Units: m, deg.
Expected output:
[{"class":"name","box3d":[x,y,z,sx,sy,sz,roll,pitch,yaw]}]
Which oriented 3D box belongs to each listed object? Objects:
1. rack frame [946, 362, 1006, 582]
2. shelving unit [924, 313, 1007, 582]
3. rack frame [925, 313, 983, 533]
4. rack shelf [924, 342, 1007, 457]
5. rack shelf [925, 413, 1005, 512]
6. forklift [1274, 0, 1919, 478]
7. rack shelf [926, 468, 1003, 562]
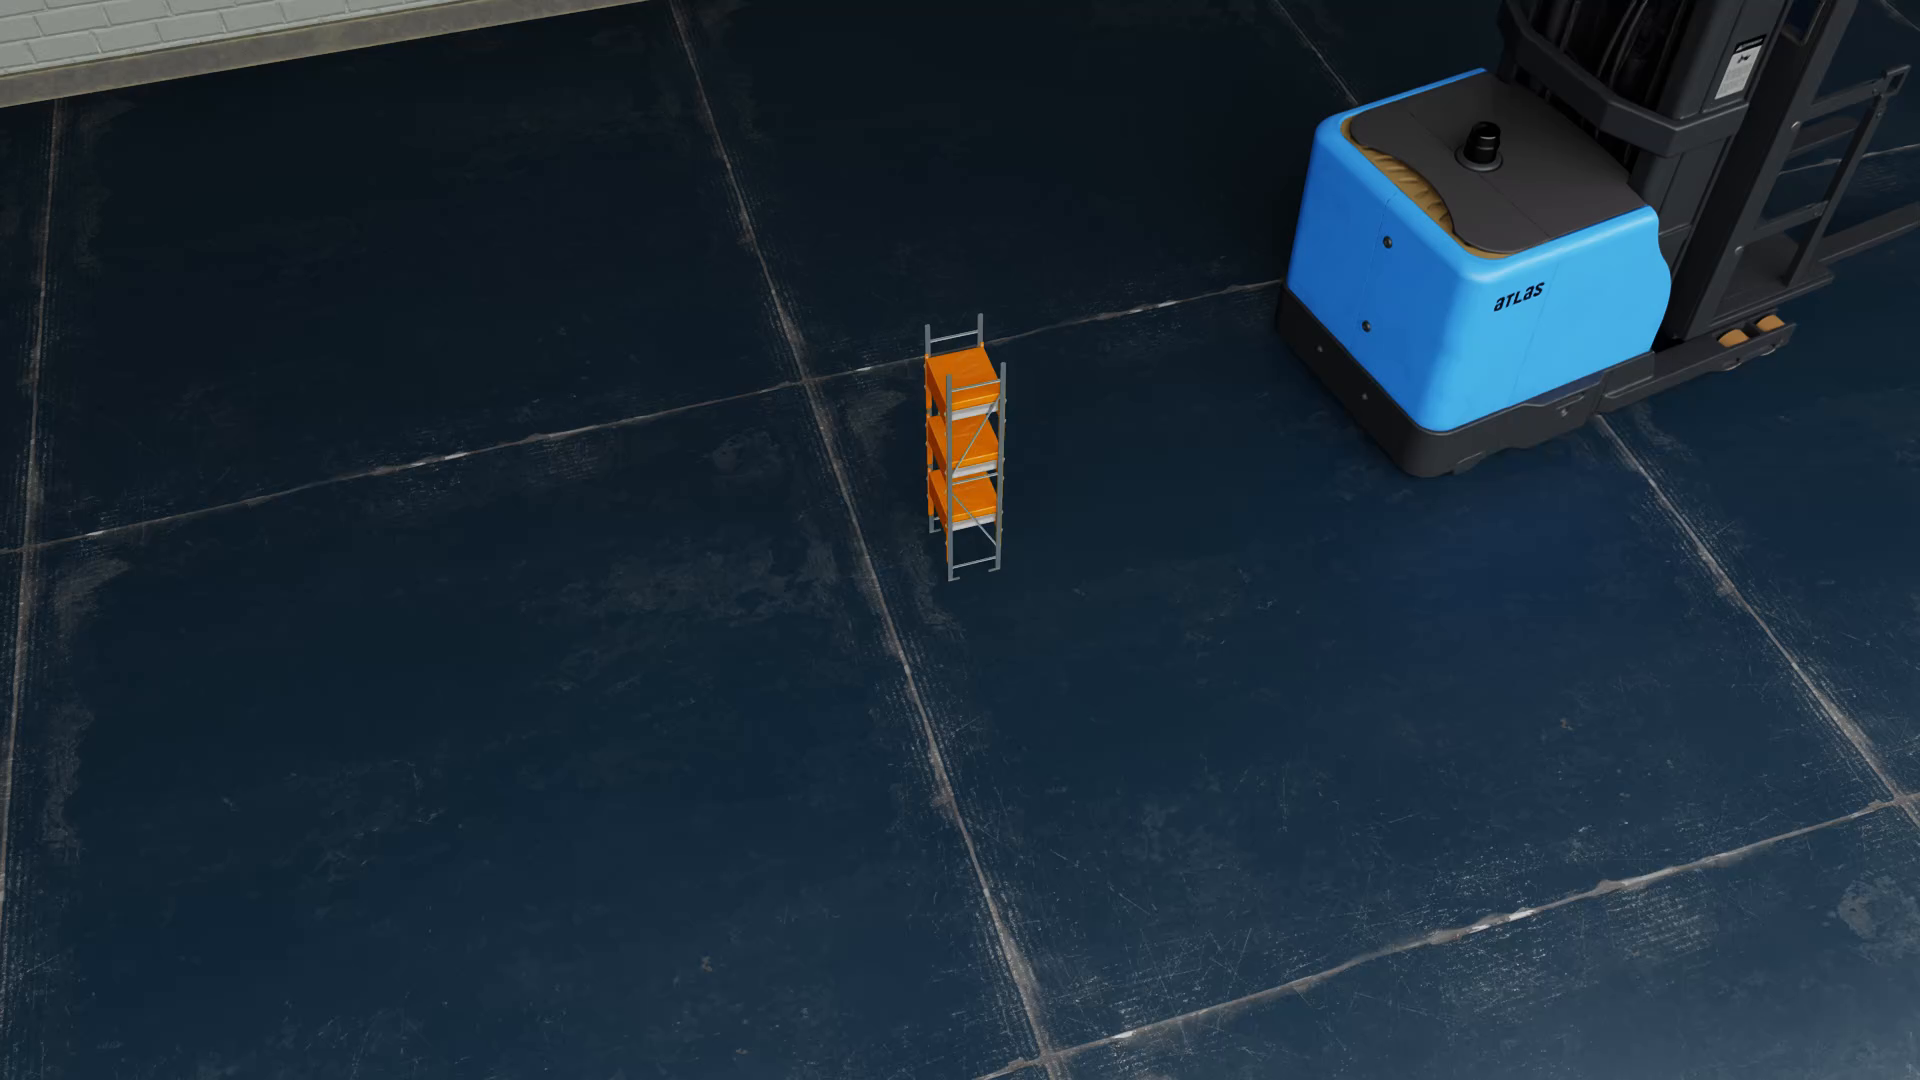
[{"class":"rack frame","box3d":[0.052,-0.210,5.741,0.200,1.050,0.008,-13,51,-11]},{"class":"shelving unit","box3d":[0.016,-0.299,5.816,0.215,1.050,0.252,-13,51,-11]},{"class":"rack frame","box3d":[-0.020,-0.388,5.891,0.200,1.050,0.008,-13,51,-11]},{"class":"rack shelf","box3d":[0.016,-0.475,5.607,0.215,0.259,0.240,-13,51,-11]},{"class":"rack shelf","box3d":[0.016,-0.292,5.824,0.215,0.259,0.240,-13,51,-11]},{"class":"forklift","box3d":[2.856,-1.985,6.006,3.031,2.935,1.130,-21,53,-17]},{"class":"rack shelf","box3d":[0.016,-0.113,6.036,0.215,0.259,0.240,-13,51,-11]}]
